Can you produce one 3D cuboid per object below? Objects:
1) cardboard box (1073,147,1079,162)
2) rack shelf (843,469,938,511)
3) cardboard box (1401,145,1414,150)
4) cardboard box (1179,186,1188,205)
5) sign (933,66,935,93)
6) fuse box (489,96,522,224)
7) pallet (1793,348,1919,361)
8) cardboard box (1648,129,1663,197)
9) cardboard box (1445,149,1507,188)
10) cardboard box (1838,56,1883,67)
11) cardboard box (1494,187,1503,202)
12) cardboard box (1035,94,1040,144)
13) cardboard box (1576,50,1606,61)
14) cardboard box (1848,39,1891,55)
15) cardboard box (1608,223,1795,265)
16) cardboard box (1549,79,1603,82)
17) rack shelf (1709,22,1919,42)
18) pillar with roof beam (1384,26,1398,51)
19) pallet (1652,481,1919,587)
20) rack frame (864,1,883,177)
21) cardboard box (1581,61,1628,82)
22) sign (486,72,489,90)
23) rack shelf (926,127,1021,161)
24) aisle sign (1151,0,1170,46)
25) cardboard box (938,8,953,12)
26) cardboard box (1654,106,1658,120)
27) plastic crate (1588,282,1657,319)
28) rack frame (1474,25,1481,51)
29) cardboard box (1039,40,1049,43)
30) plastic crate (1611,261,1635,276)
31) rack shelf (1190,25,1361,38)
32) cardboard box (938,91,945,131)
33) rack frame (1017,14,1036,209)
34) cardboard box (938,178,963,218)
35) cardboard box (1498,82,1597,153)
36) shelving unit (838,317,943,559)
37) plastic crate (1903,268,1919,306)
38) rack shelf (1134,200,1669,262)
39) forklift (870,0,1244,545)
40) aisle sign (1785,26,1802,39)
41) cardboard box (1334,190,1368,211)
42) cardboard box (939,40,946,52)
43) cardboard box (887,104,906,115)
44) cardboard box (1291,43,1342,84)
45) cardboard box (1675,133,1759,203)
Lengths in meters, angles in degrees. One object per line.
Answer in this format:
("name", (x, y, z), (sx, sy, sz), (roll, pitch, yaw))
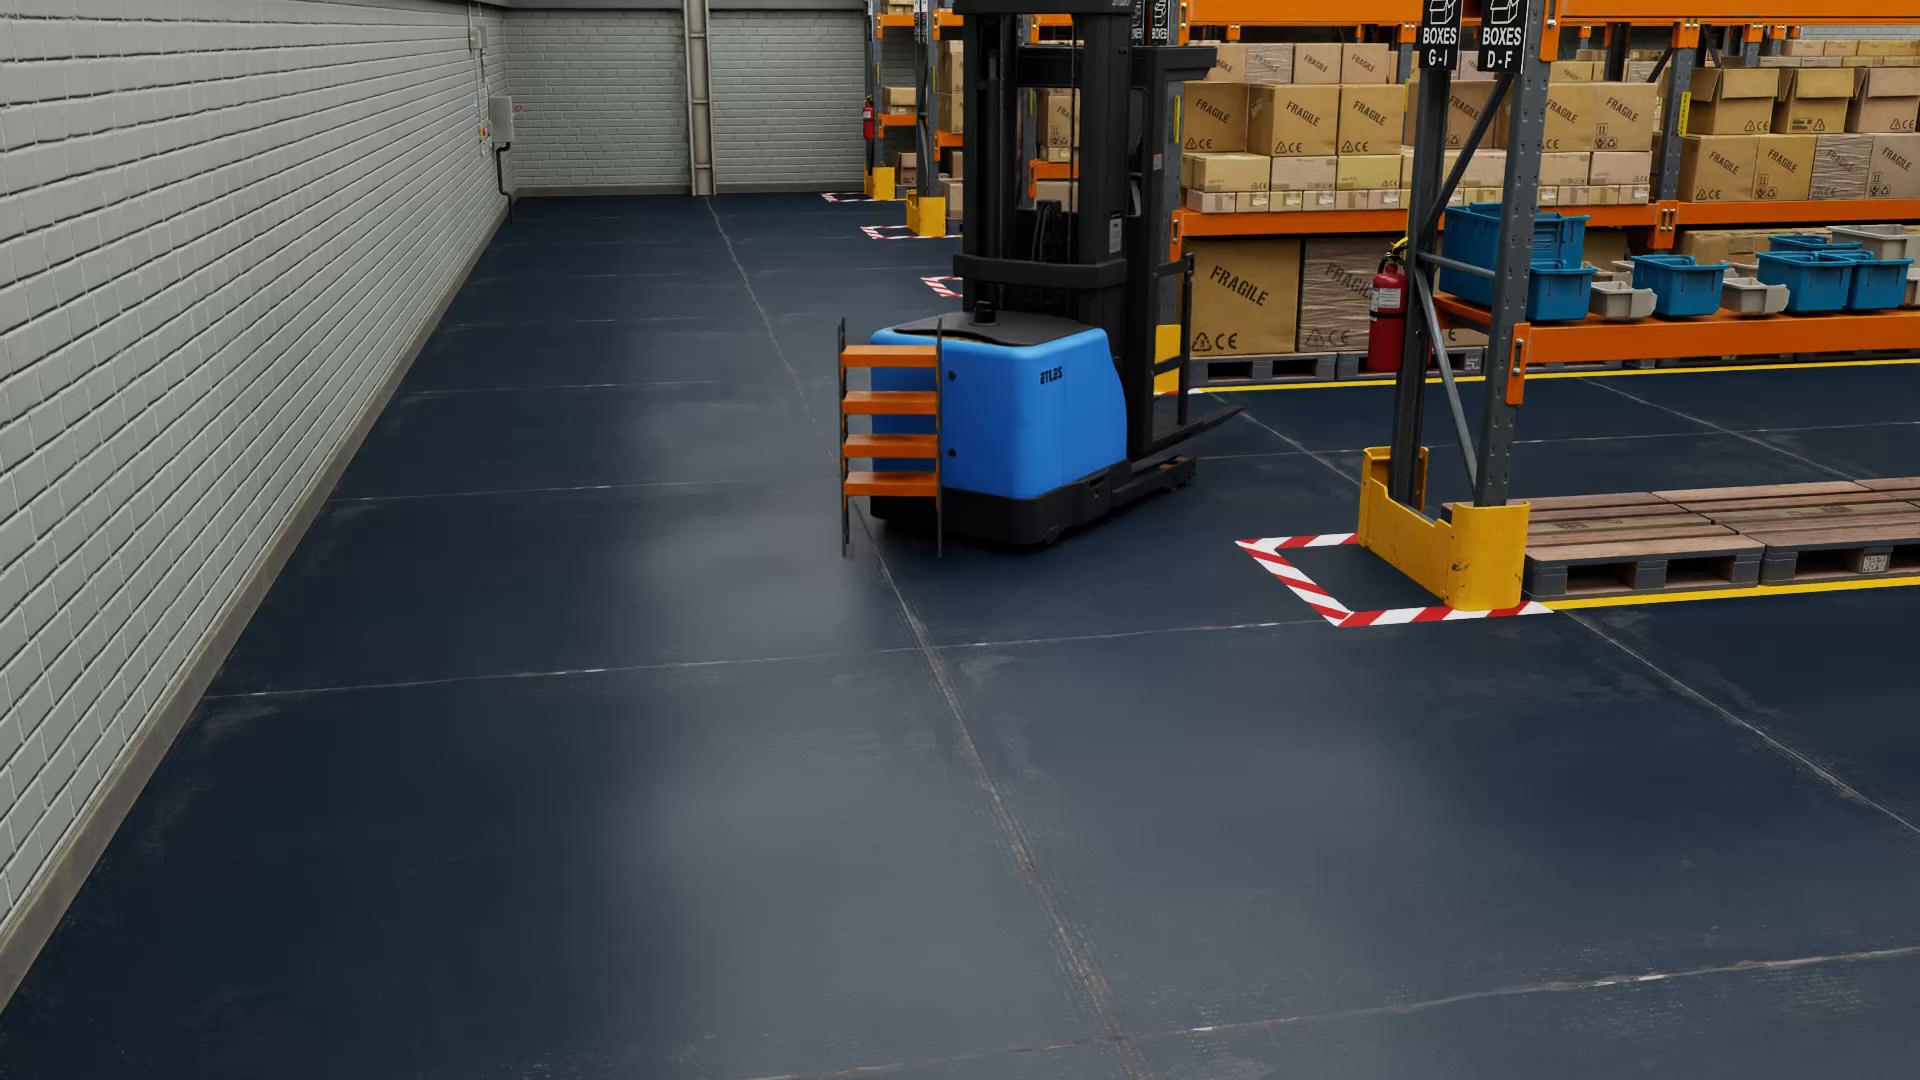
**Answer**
("cardboard box", (1.225, -3.973, 17.067), (0.250, 0.149, 0.380), (-3, 17, -8))
("rack shelf", (-0.346, -0.258, 8.513), (0.480, 0.148, 0.258), (0, 17, 1))
("cardboard box", (3.378, -2.969, 13.118), (0.500, 0.250, 0.500), (-3, 17, -10))
("cardboard box", (1.732, -2.703, 12.931), (0.250, 0.149, 0.380), (-3, 17, -9))
("sign", (-0.336, -5.857, 21.161), (0.005, 0.325, 0.100), (-3, 17, -10))
("fuse box", (-6.223, -5.242, 22.965), (0.414, 1.711, 0.539), (-3, 17, -10))
("pallet", (7.315, -1.732, 14.091), (1.213, 0.211, 1.003), (-3, 17, -10))
("cardboard box", (5.779, -3.084, 13.573), (0.500, 0.500, 0.500), (-3, 17, -10))
("cardboard box", (3.979, -2.843, 12.709), (0.500, 0.250, 0.500), (-3, 17, -9))
("cardboard box", (9.900, -5.195, 18.744), (0.500, 0.500, 0.700), (-4, 17, -11))
("cardboard box", (4.124, -2.642, 12.733), (0.250, 0.149, 0.380), (-3, 17, -9))
("cardboard box", (0.995, -4.433, 17.459), (0.500, 0.500, 0.500), (-3, 17, -9))
("cardboard box", (8.972, -6.884, 23.619), (0.250, 0.149, 0.380), (-4, 18, -13))
("cardboard box", (12.823, -6.906, 23.807), (0.500, 0.500, 0.700), (-4, 17, -12))
("cardboard box", (5.996, -2.158, 13.631), (0.875, 0.875, 1.225), (-3, 17, -10))
("cardboard box", (4.853, -3.407, 13.268), (0.500, 0.500, 0.500), (-3, 17, -10))
("rack shelf", (10.421, -5.791, 18.673), (4.000, 0.370, 1.077), (-3, 17, -10))
("pillar with roof beam", (8.400, -9.401, 24.092), (0.400, 9.000, 9.100), (-3, 17, -10))
("pallet", (4.396, -0.049, 8.613), (1.213, 0.211, 1.003), (-3, 17, -10))
("rack frame", (-1.381, -6.996, 26.480), (0.127, 3.000, 1.000), (-3, 17, -10))
("cardboard box", (8.935, -6.422, 23.221), (0.500, 0.500, 0.500), (-3, 17, -10))
("sign", (-6.416, -6.225, 22.565), (0.001, 0.242, 0.339), (-3, 17, -10))
("rack shelf", (1.528, -5.333, 22.290), (4.000, 0.370, 1.077), (-3, 17, -10))
("aisle sign", (1.431, -3.861, 11.844), (0.004, 0.787, 0.394), (-3, 17, -10))
("cardboard box", (-0.252, -8.276, 25.967), (0.250, 0.149, 0.380), (-3, 17, -9))
("cardboard box", (7.293, -4.609, 17.915), (0.250, 0.149, 0.380), (-3, 17, -10))
("plastic crate", (3.019, -1.096, 7.618), (0.298, 0.136, 0.250), (-3, 17, -10))
("rack frame", (7.419, -6.011, 23.273), (0.127, 3.000, 1.000), (-3, 17, -10))
("cardboard box", (0.989, -6.407, 21.585), (0.250, 0.149, 0.380), (-3, 17, -10))
("plastic crate", (3.438, -1.293, 8.259), (0.243, 0.136, 0.396), (-3, 17, -10))
("rack shelf", (4.510, -8.420, 27.233), (4.000, 0.370, 1.077), (-3, 17, -10))
("cardboard box", (-0.012, -5.716, 22.143), (0.500, 0.500, 0.500), (-3, 17, -10))
("rack frame", (0.603, -4.144, 17.194), (0.127, 3.000, 1.000), (-3, 17, -10))
("cardboard box", (0.193, -4.607, 22.350), (0.875, 0.438, 0.875), (-4, 17, -12))
("cardboard box", (4.478, -3.231, 12.693), (0.500, 0.500, 0.500), (-3, 17, -10))
("shelving unit", (-0.346, -0.512, 8.435), (0.503, 1.200, 0.258), (0, 17, 1))
("plastic crate", (4.659, -1.222, 8.029), (0.466, 0.136, 0.293), (-3, 17, -10))
("rack shelf", (3.408, -2.476, 12.989), (4.000, 0.370, 1.077), (-3, 17, -10))
("forklift", (0.749, -1.750, 9.519), (1.130, 2.935, 3.031), (11, 20, 32))
("aisle sign", (14.449, -9.049, 28.736), (0.004, 0.787, 0.394), (-3, 17, -10))
("cardboard box", (2.864, -2.571, 12.500), (0.250, 0.149, 0.380), (-4, 17, -12))
("cardboard box", (-0.121, -6.479, 21.818), (0.250, 0.149, 0.380), (-3, 17, -10))
("cardboard box", (-1.006, -6.815, 26.319), (0.250, 0.149, 0.380), (-3, 17, -11))
("cardboard box", (3.613, -4.900, 17.277), (0.500, 0.500, 0.500), (-4, 17, -12))
("cardboard box", (5.871, -2.933, 13.080), (0.500, 0.500, 0.500), (-3, 17, -10))
